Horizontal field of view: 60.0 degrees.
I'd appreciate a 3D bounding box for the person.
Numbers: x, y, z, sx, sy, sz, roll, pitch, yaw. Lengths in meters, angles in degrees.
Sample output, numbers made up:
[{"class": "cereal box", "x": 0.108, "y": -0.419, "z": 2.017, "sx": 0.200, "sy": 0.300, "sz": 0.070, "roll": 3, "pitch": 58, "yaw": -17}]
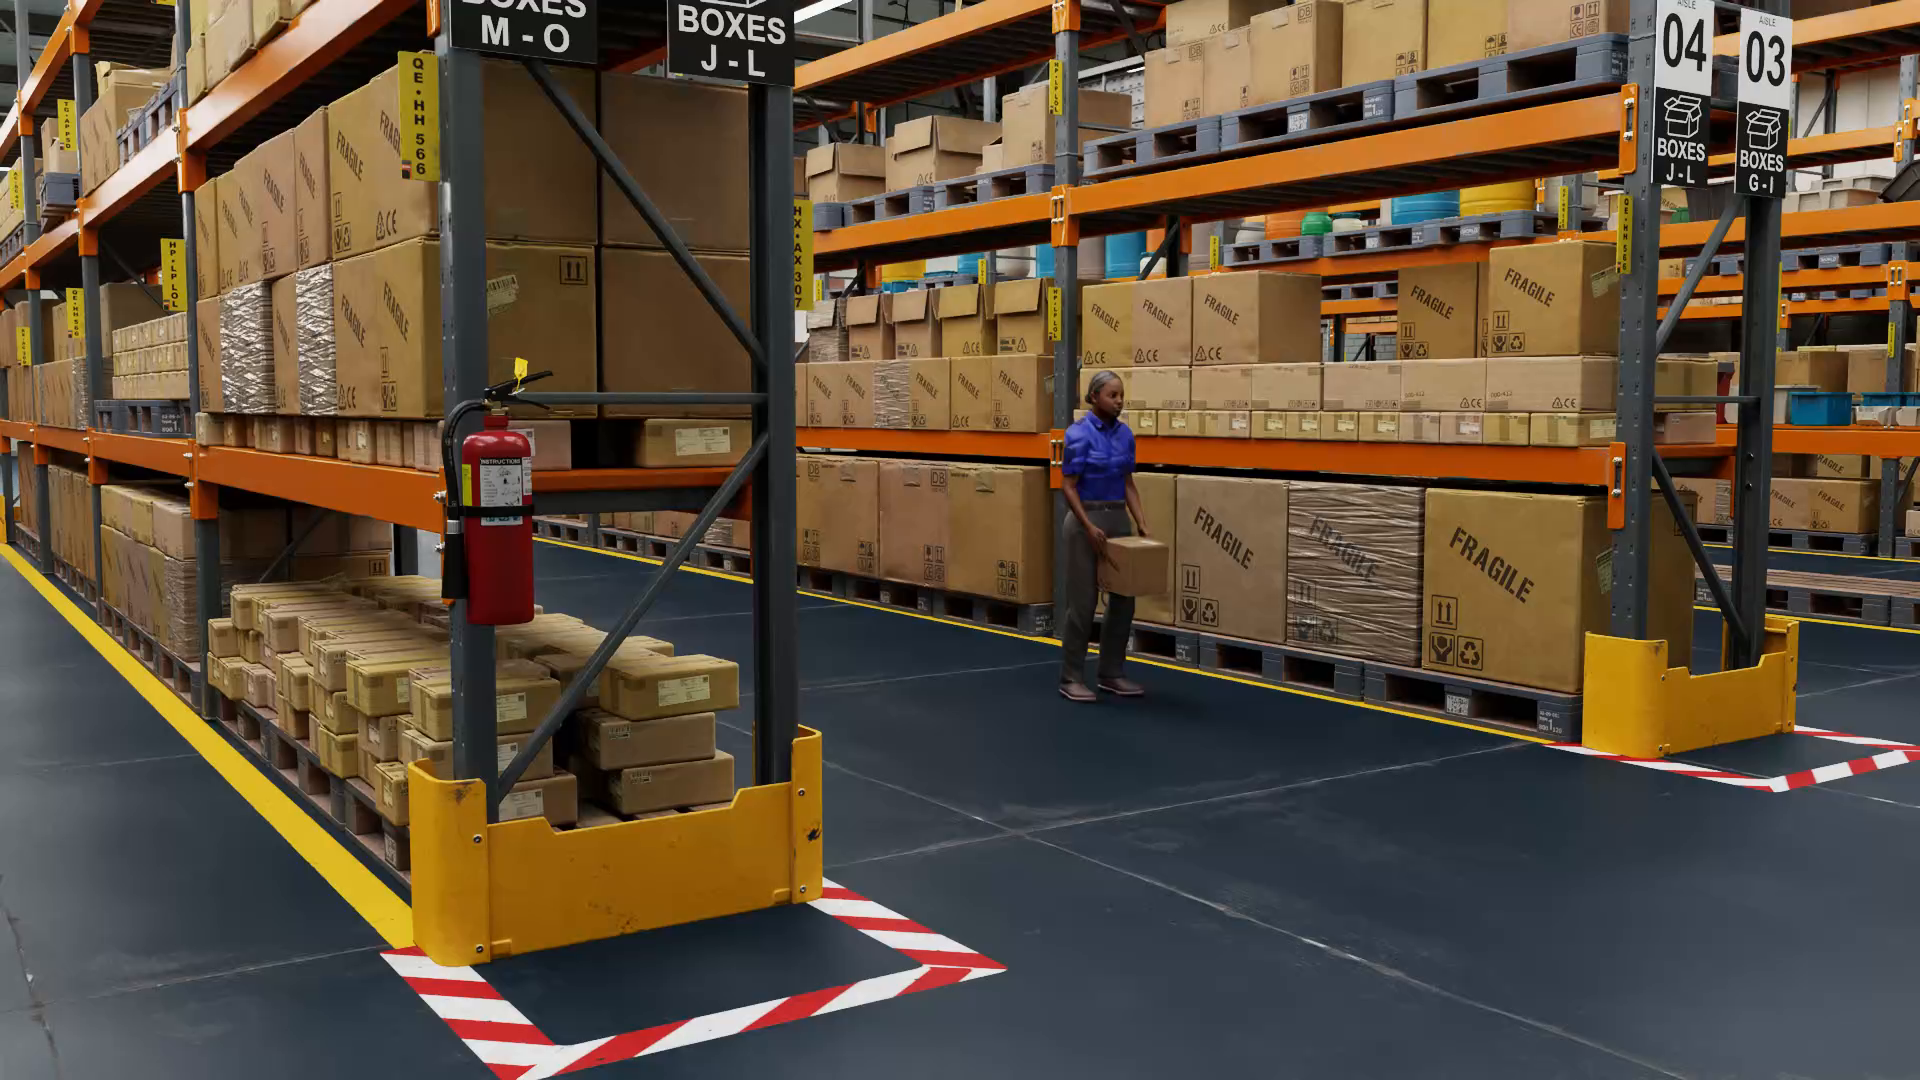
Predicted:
[{"class": "person", "x": 0.726, "y": -0.031, "z": 8.442, "sx": 0.486, "sy": 1.662, "sz": 0.365, "roll": -3, "pitch": 6, "yaw": -35}]
